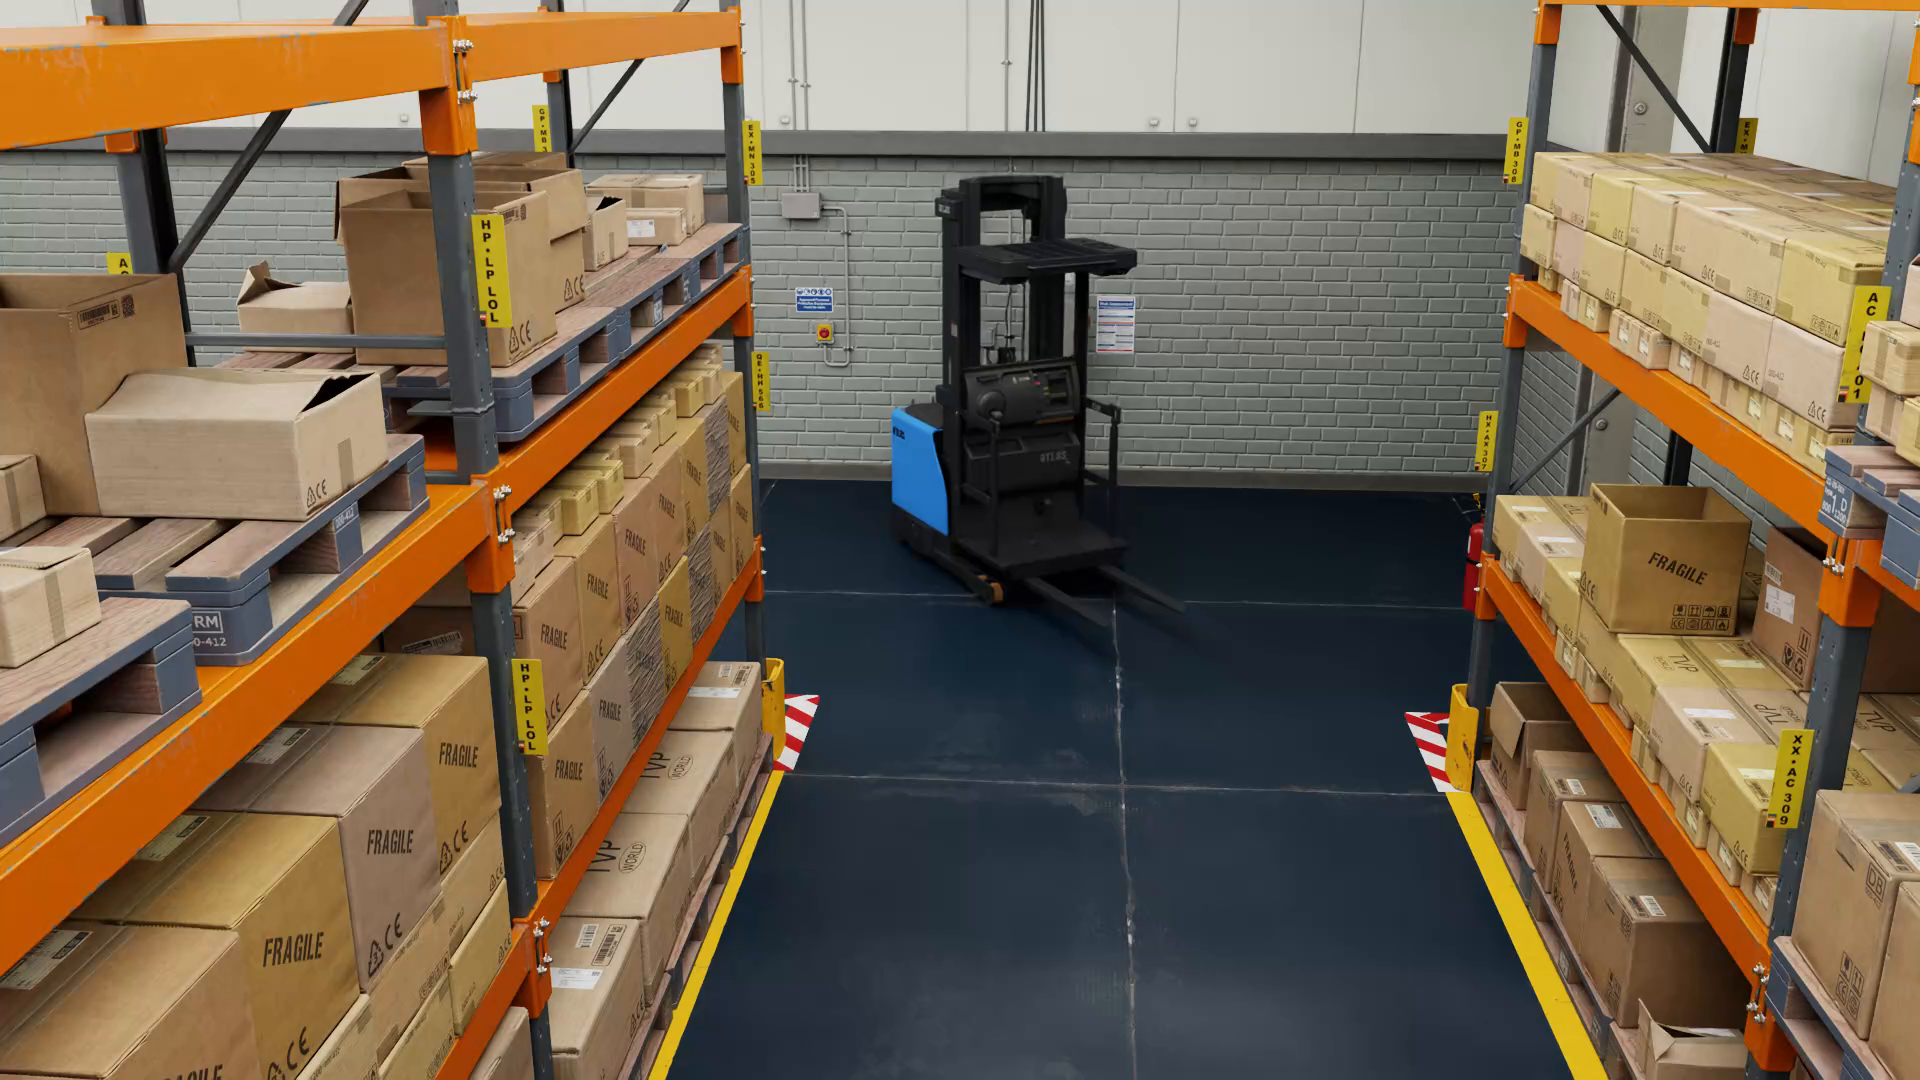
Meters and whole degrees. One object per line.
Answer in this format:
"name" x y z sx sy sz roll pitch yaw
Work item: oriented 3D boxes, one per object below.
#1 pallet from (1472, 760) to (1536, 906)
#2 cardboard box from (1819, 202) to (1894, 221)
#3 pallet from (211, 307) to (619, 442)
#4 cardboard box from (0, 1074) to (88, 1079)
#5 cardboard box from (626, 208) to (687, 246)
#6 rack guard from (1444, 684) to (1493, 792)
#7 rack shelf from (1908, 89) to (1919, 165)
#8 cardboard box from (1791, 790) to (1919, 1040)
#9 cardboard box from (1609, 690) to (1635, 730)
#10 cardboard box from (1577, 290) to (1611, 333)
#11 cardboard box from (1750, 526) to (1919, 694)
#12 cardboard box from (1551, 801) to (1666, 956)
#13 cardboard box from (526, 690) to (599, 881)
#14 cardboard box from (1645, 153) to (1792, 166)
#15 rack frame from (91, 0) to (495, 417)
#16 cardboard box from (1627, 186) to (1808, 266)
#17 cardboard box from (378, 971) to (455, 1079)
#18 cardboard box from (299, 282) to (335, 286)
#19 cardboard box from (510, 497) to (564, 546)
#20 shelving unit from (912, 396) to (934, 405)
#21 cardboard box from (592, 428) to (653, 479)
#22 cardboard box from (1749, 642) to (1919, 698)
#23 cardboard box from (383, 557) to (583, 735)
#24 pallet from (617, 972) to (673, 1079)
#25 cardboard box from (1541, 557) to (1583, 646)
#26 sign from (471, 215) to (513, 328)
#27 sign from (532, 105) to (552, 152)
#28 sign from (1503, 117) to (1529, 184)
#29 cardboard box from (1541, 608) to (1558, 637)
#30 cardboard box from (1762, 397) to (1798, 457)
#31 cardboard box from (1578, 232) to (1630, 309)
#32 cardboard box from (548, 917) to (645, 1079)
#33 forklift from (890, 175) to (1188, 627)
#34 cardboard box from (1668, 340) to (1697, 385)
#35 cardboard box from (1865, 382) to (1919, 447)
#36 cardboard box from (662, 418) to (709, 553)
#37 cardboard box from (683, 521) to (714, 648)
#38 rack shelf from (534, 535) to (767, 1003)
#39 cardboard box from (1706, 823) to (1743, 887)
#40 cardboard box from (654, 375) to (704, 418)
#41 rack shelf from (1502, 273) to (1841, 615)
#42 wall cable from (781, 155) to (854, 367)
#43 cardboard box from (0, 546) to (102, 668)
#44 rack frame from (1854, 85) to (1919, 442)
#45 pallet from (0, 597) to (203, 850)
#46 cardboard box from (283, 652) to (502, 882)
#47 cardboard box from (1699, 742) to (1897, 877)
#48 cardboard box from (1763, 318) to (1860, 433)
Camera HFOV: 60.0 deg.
"pallet" 3.272 1.497 8.517 1.003 0.211 1.213 1 18 4
"cardboard box" 3.424 -1.057 5.975 0.500 0.250 0.500 1 18 3
"pallet" -1.835 -0.604 5.775 1.003 0.211 1.213 1 18 4
"cardboard box" -1.833 1.290 2.902 0.500 0.500 0.500 2 18 5
"cardboard box" -1.510 -1.489 7.901 0.380 0.149 0.250 0 18 0
"rack guard" 3.328 1.112 9.228 1.175 0.500 0.348 1 18 4
"rack shelf" 2.903 -0.555 2.464 1.077 0.370 4.000 1 18 4
"cardboard box" 2.789 1.041 4.595 0.700 0.500 0.500 2 18 5
"cardboard box" 2.946 0.678 6.939 0.380 0.149 0.250 1 18 4
"cardboard box" 2.919 -0.994 7.226 0.380 0.149 0.250 1 18 4
"cardboard box" 3.419 0.259 6.373 0.500 0.500 0.500 1 18 2
"cardboard box" 2.957 1.503 7.359 0.500 0.500 0.500 2 18 5
"cardboard box" -1.610 0.845 5.865 0.500 0.500 0.500 2 18 6
"cardboard box" 3.580 -1.689 7.902 0.500 0.250 0.500 1 18 2
"rack frame" -1.904 -1.818 4.520 1.000 3.000 0.127 1 18 4
"cardboard box" 2.947 -1.228 6.497 0.500 0.250 0.500 2 18 5
"cardboard box" -1.723 1.407 4.552 0.500 0.250 0.500 1 18 3
"cardboard box" -2.159 -0.808 5.823 0.380 0.149 0.250 2 18 5
"cardboard box" -1.644 -0.051 5.952 0.380 0.149 0.250 1 18 3
"shelving unit" -0.249 -0.631 13.662 0.215 1.050 0.252 -9 20 -26
"cardboard box" -1.495 -0.363 6.905 0.380 0.149 0.250 1 18 4
"cardboard box" 3.420 0.608 6.512 0.500 0.250 0.500 2 18 5
"cardboard box" -1.629 0.368 5.717 0.500 0.500 0.500 1 18 4
"pallet" -1.772 2.123 6.603 1.003 0.211 1.213 1 18 4
"cardboard box" 2.963 0.279 7.517 0.500 0.250 0.500 1 18 3
"sign" -1.362 -0.779 4.830 0.100 0.325 0.005 1 18 4
"sign" -2.171 -2.102 8.673 0.100 0.325 0.005 1 18 4
"sign" 2.792 -1.953 8.344 0.100 0.325 0.005 1 18 4
"cardboard box" 3.001 0.355 7.926 0.380 0.149 0.250 2 18 6
"cardboard box" 2.799 -0.358 5.284 0.380 0.149 0.250 1 18 4
"cardboard box" 2.964 -1.147 7.051 0.500 0.250 0.500 1 18 2
"cardboard box" -1.752 1.858 6.375 0.875 0.438 0.875 1 18 3
"forklift" 0.559 -1.078 12.005 1.130 2.935 3.031 -9 20 -26
"cardboard box" 2.909 -0.678 6.261 0.380 0.149 0.250 1 18 4
"cardboard box" 2.629 -0.327 4.354 0.380 0.149 0.250 2 18 5
"cardboard box" -1.462 -0.261 7.635 0.500 0.500 0.500 1 18 4
"cardboard box" -1.466 0.214 7.792 0.500 0.500 0.500 2 18 6
"rack shelf" -1.761 0.753 7.462 1.077 0.370 4.000 1 18 4
"cardboard box" 2.815 1.076 5.726 0.380 0.149 0.250 2 18 5
"cardboard box" -1.432 -0.686 7.891 0.380 0.149 0.250 2 18 5
"rack shelf" 3.190 -0.562 6.660 1.077 0.370 4.000 1 18 4
"wall cable" -1.237 -2.459 14.428 0.585 1.953 0.123 1 18 4
"cardboard box" -1.890 0.109 3.155 0.380 0.166 0.250 3 18 9
"rack frame" 3.047 -1.708 4.185 1.000 3.000 0.127 1 18 4
"pallet" -2.121 0.391 2.899 1.003 0.211 1.213 2 18 6
"cardboard box" -1.686 0.654 4.842 0.500 0.500 0.500 2 18 6
"cardboard box" 2.840 0.909 5.596 0.500 0.250 0.500 2 18 5
"cardboard box" 2.832 -0.509 5.104 0.500 0.250 0.500 1 18 4
